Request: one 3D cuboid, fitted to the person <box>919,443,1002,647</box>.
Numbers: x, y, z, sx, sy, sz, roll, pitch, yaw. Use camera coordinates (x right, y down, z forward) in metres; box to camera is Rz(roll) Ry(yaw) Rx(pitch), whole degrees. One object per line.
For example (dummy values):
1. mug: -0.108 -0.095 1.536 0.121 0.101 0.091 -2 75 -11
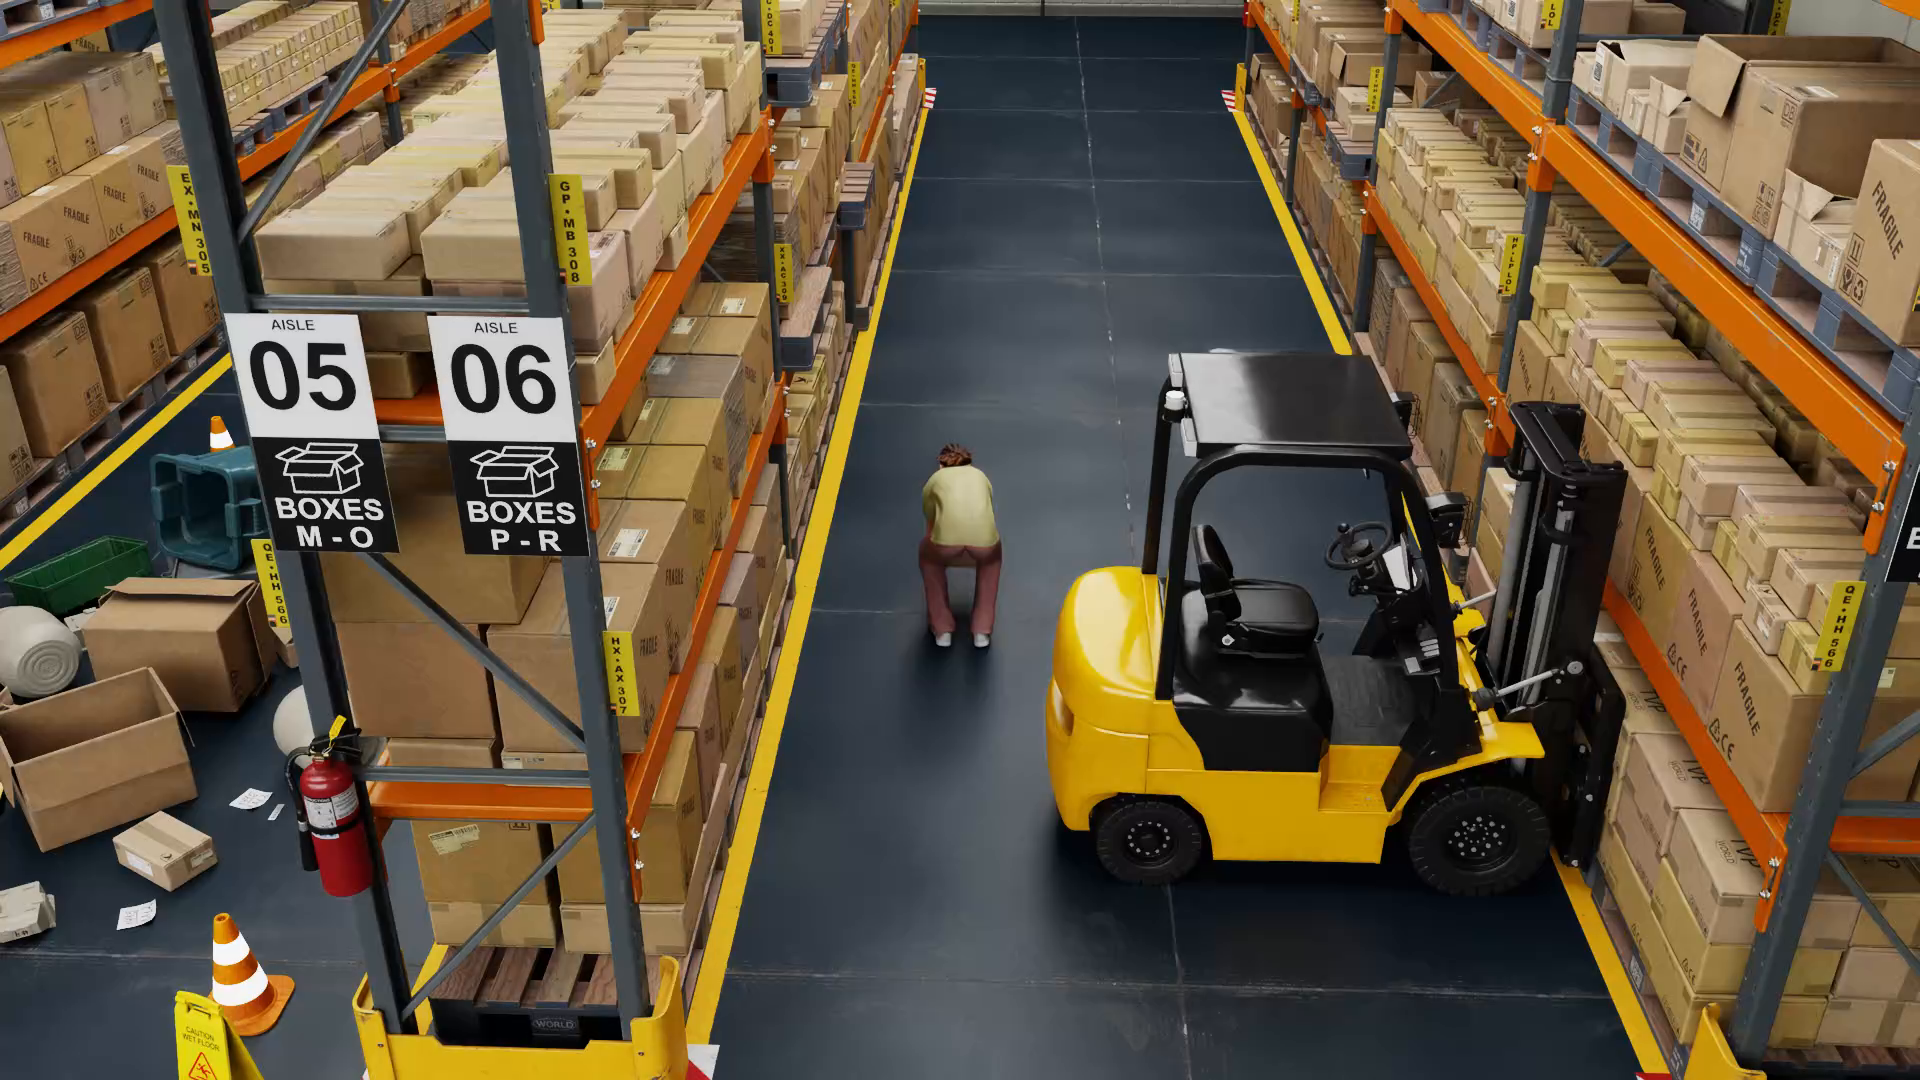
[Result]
1. person: 0.003 0.022 9.314 0.471 0.987 0.868 -1 28 -3
